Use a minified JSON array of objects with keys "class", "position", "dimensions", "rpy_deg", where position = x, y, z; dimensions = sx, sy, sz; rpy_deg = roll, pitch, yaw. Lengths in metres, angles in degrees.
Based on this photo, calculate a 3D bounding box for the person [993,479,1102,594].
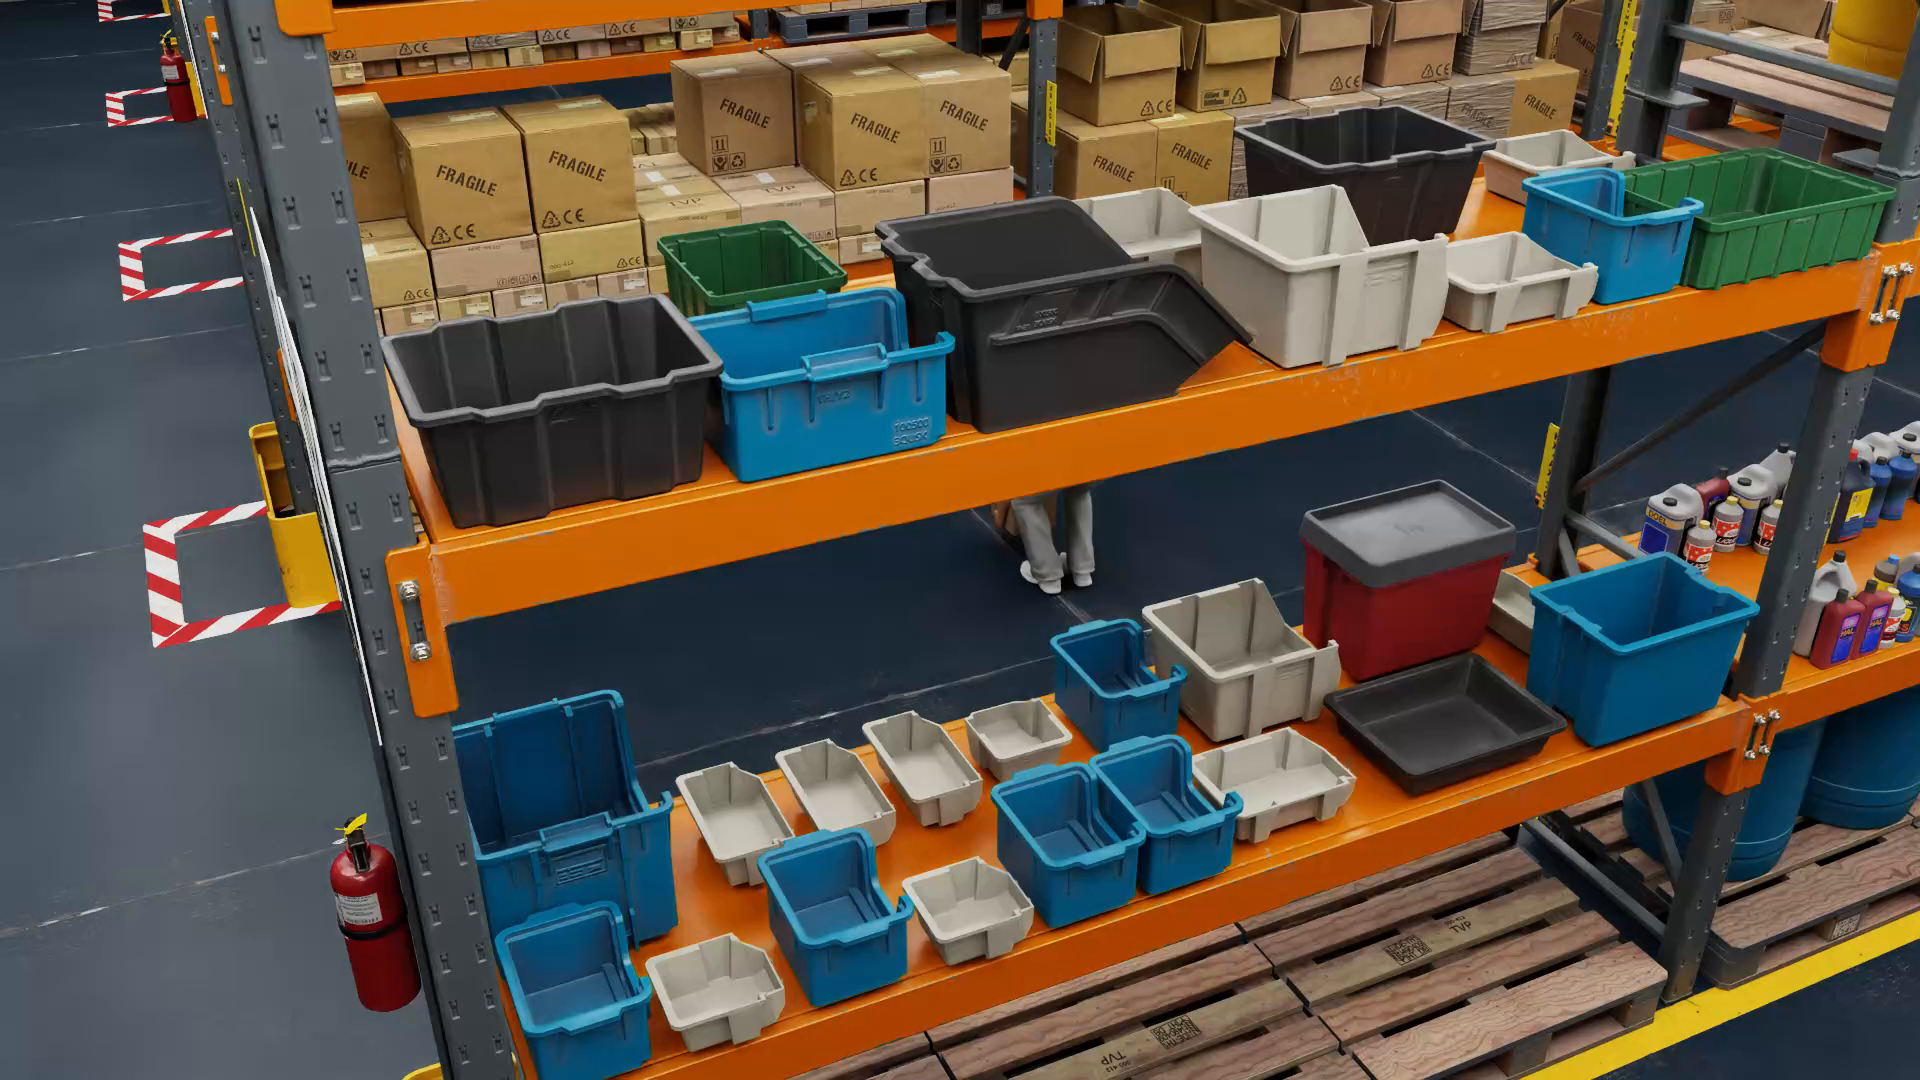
[{"class":"person","position":[0.435,-0.278,8.337],"dimensions":[0.436,0.968,0.860],"rpy_deg":[-15,33,-24]}]
